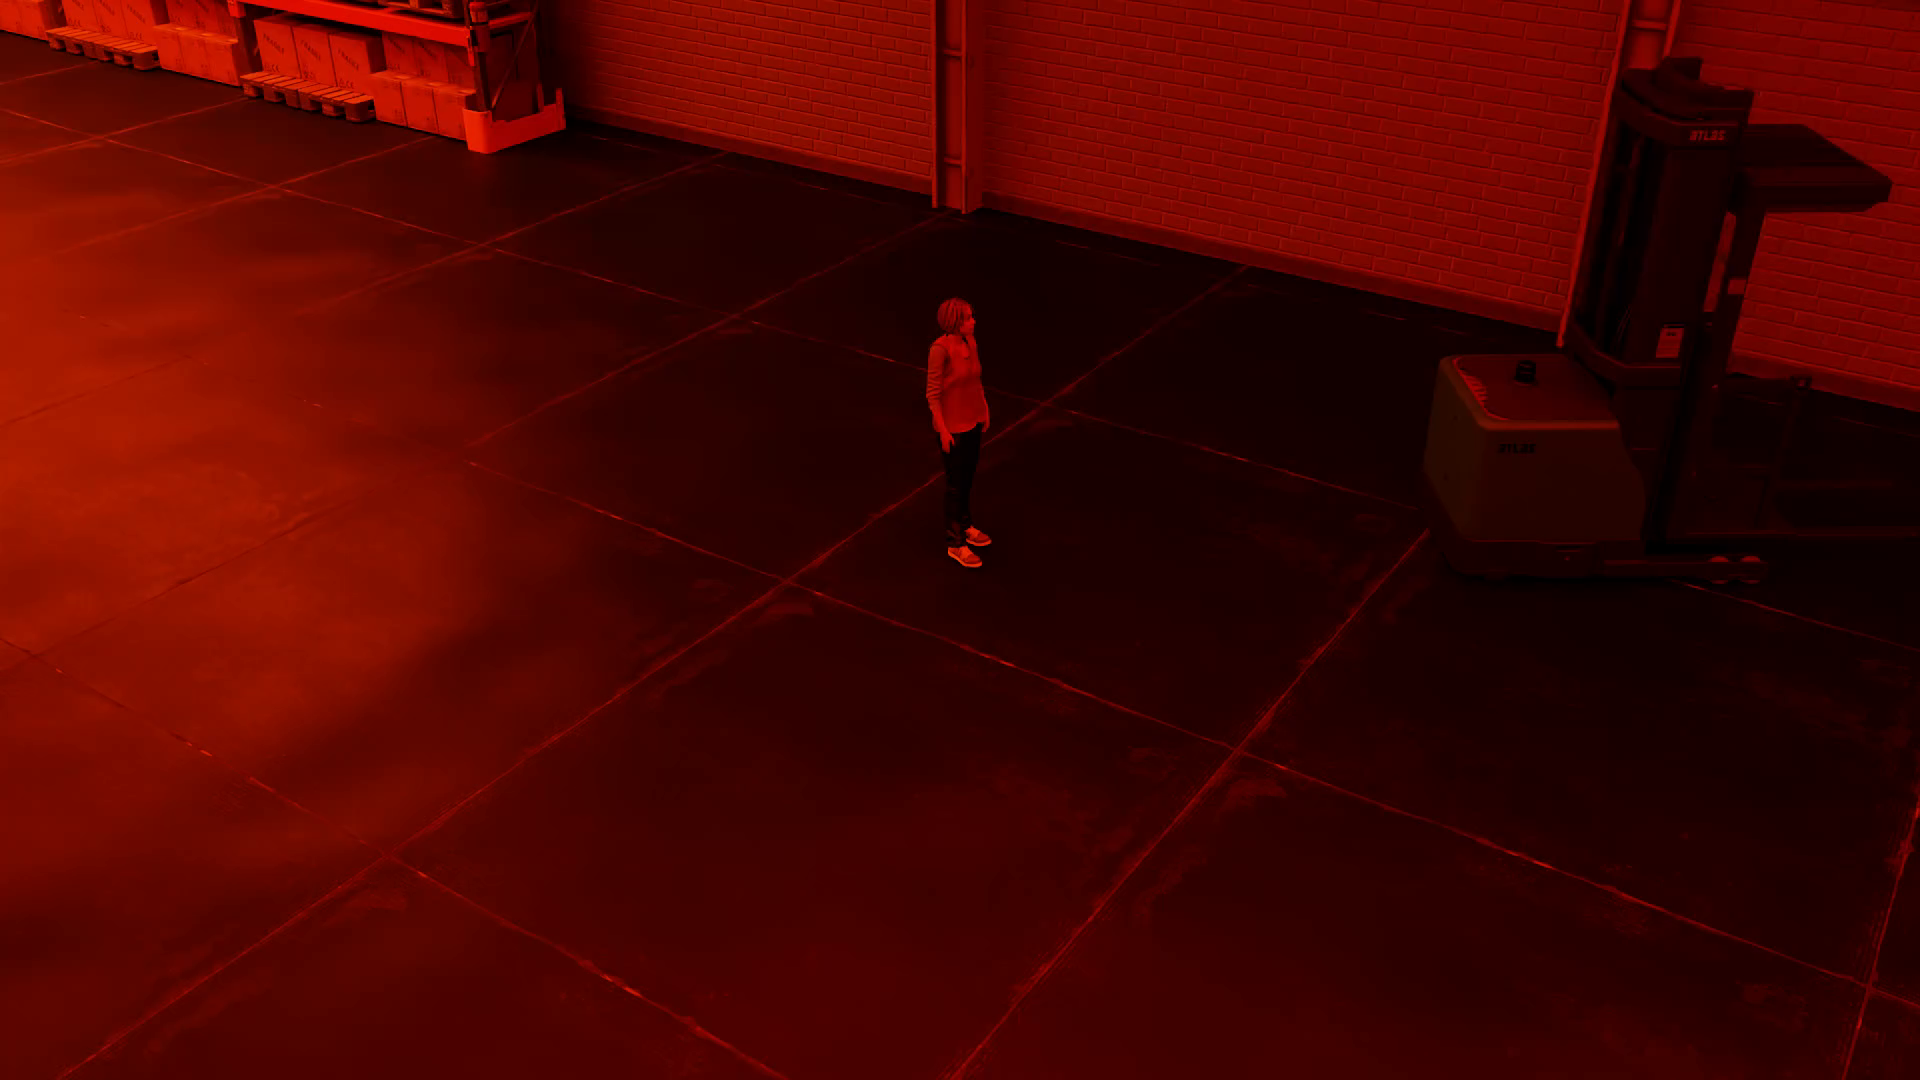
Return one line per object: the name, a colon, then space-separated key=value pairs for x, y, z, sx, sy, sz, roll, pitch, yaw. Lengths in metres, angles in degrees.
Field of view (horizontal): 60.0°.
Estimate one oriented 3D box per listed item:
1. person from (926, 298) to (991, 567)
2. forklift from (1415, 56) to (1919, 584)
person: x=0.054 y=-0.670 z=10.050 sx=0.473 sy=1.599 sz=0.521 roll=19 pitch=35 yaw=29
forklift: x=4.483 y=-1.268 z=9.765 sx=3.031 sy=2.935 sz=1.130 roll=-1 pitch=30 yaw=-1
